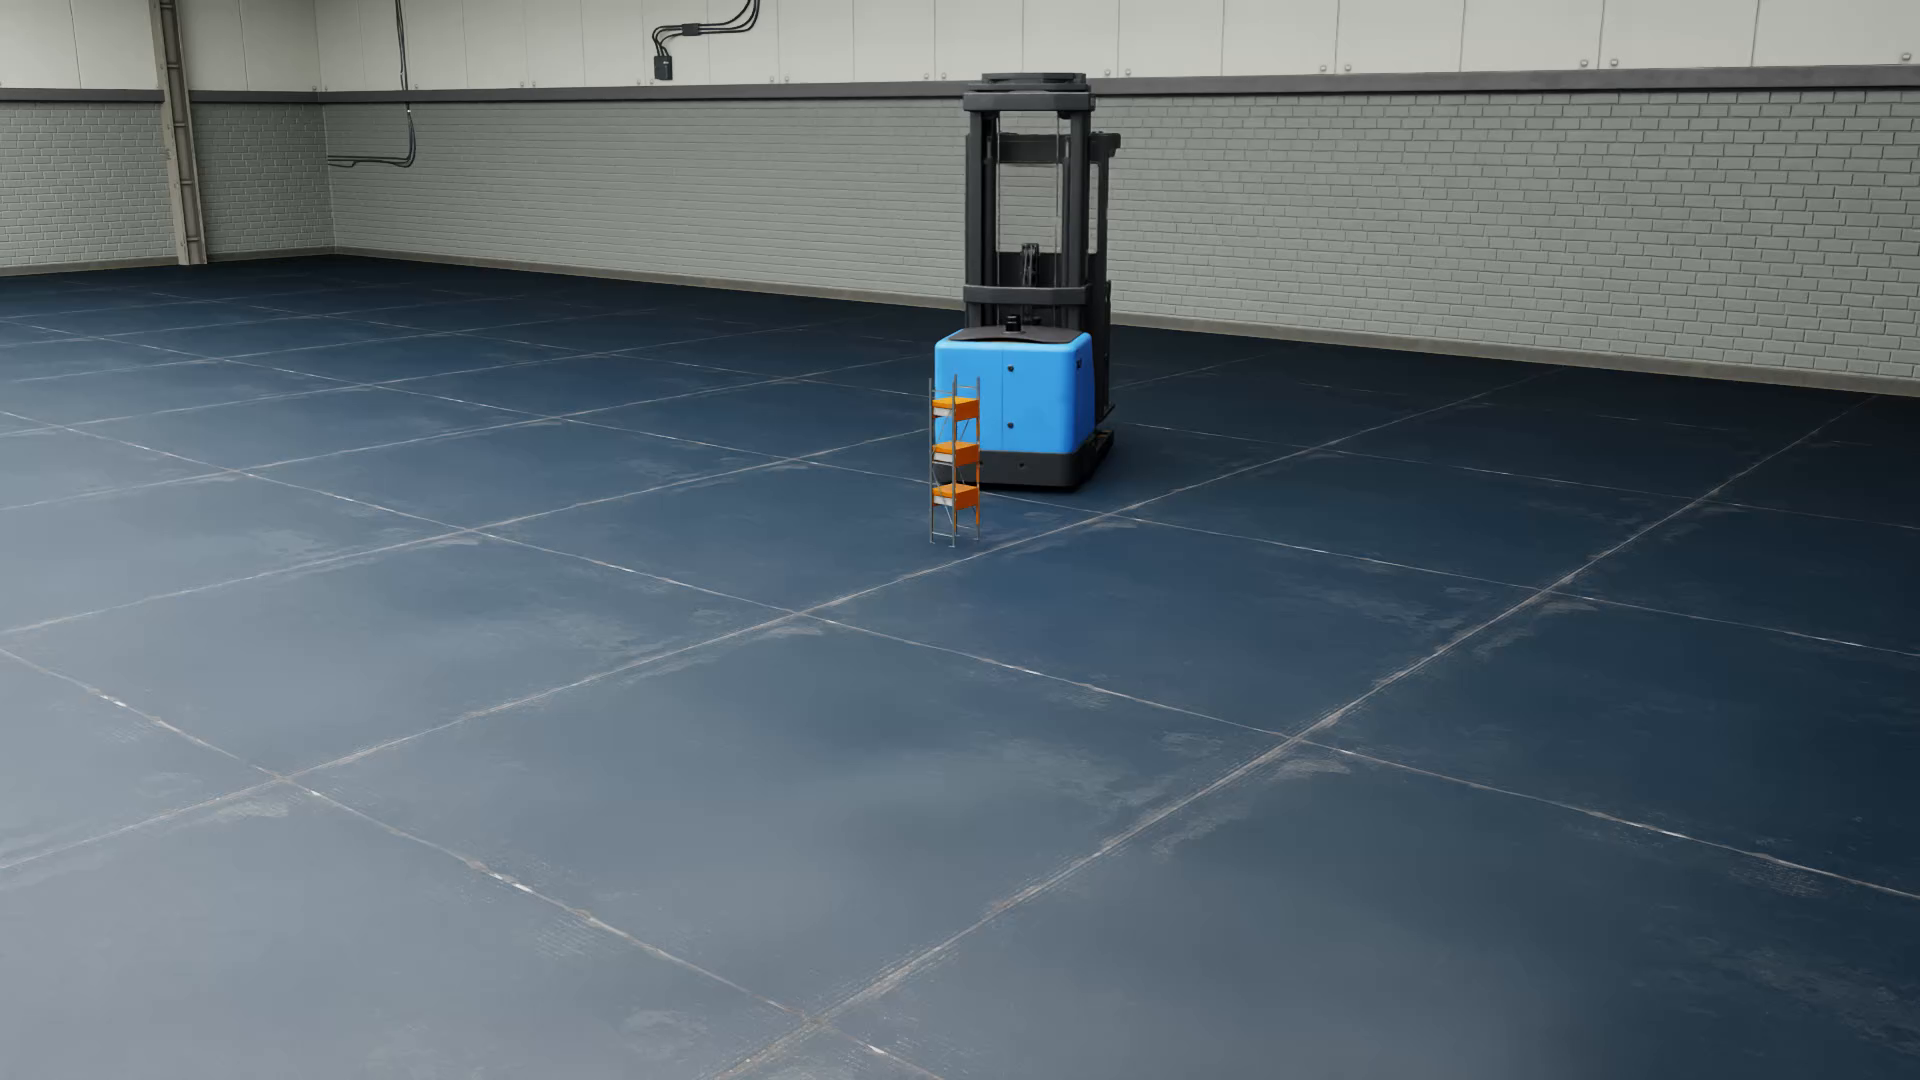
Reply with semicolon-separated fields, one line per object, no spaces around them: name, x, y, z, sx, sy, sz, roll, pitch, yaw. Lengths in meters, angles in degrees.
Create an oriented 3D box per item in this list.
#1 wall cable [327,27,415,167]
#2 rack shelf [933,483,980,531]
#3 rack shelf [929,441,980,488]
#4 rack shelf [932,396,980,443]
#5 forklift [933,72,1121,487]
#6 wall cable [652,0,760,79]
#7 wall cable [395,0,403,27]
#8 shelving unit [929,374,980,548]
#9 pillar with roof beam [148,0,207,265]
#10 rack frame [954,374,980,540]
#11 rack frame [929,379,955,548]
wall cable;-11.260;-8.304;31.341;3.097;2.526;0.112;11;18;38
rack shelf;-0.034;-0.219;10.524;0.215;0.259;0.240;11;18;38
rack shelf;-0.034;-0.488;10.456;0.215;0.259;0.240;11;18;38
rack shelf;-0.034;-0.763;10.386;0.215;0.259;0.240;11;18;38
forklift;0.636;-2.117;13.002;1.130;2.935;3.031;3;15;13
wall cable;-3.886;-9.985;24.745;2.305;6.003;0.169;11;18;38
wall cable;-9.156;-10.333;29.071;3.097;2.526;0.112;11;18;38
shelving unit;-0.034;-0.499;10.453;0.215;1.050;0.252;11;18;38
pillar with roof beam;-10.791;-8.783;26.921;9.100;9.000;0.400;11;18;38
rack frame;0.043;-0.522;10.545;0.200;1.050;0.008;11;18;38
rack frame;-0.110;-0.475;10.361;0.200;1.050;0.008;11;18;38
